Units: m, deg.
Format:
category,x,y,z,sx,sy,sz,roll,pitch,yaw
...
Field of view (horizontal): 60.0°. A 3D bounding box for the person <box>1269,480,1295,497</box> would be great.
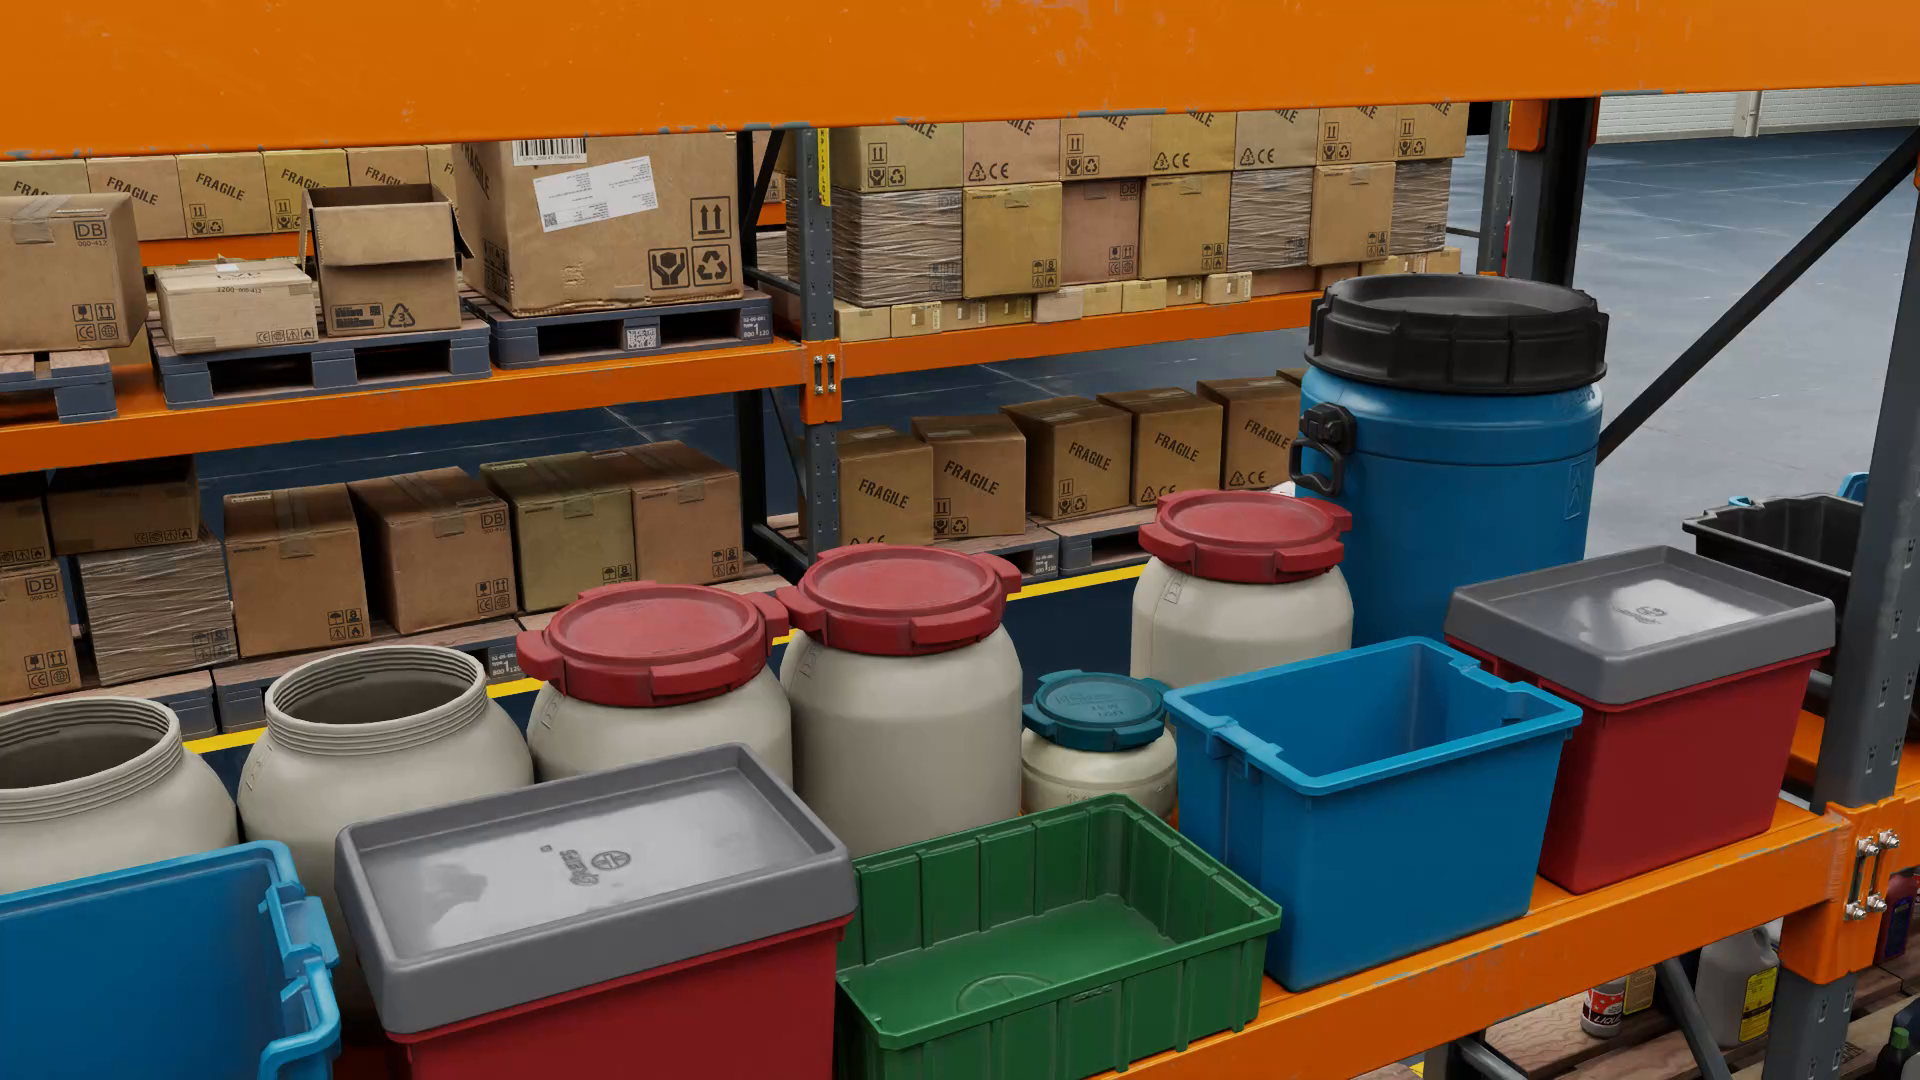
category,x,y,z,sx,sy,sz,roll,pitch,yaw
person,1.348,0.203,6.688,0.920,0.989,0.525,-10,21,-28
